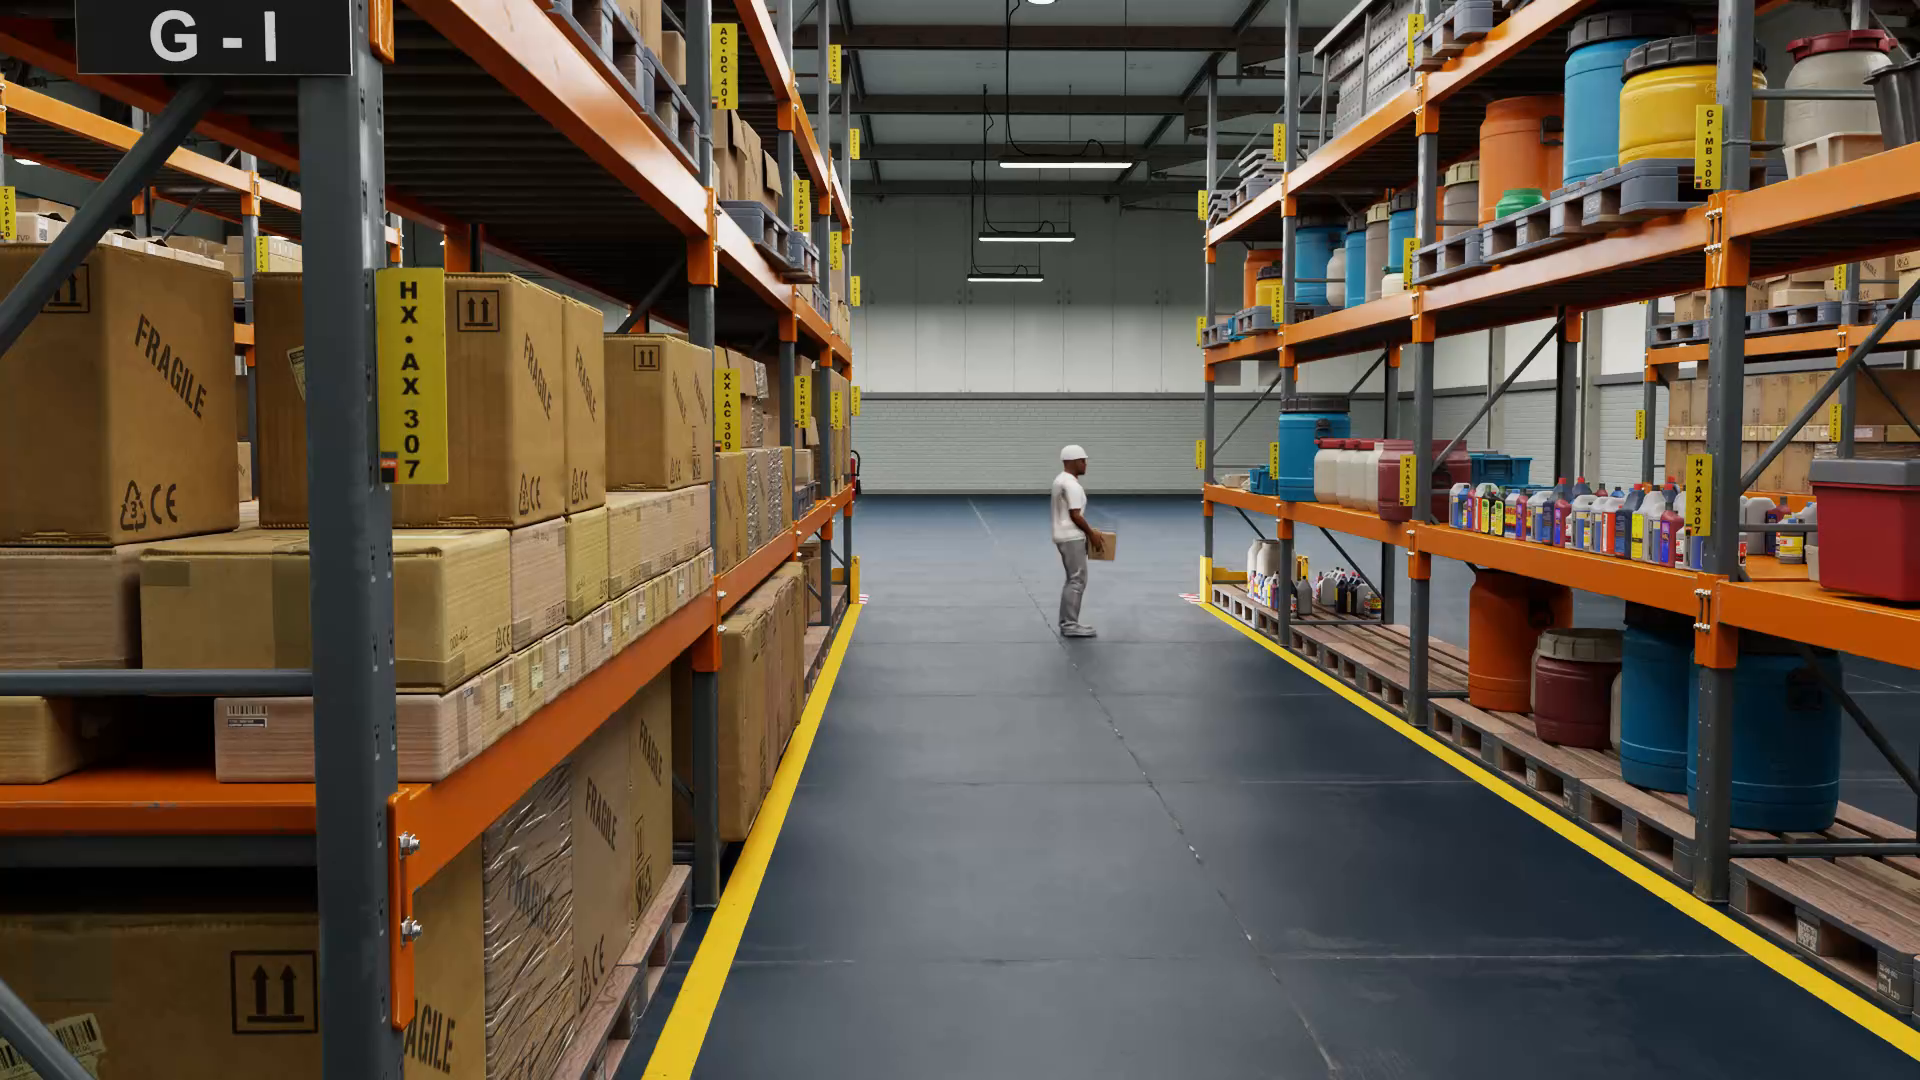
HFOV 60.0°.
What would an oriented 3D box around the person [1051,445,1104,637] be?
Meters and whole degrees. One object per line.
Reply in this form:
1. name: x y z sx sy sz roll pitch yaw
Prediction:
1. person: 1.091 0.001 15.536 0.482 1.767 0.569 0 4 -2
